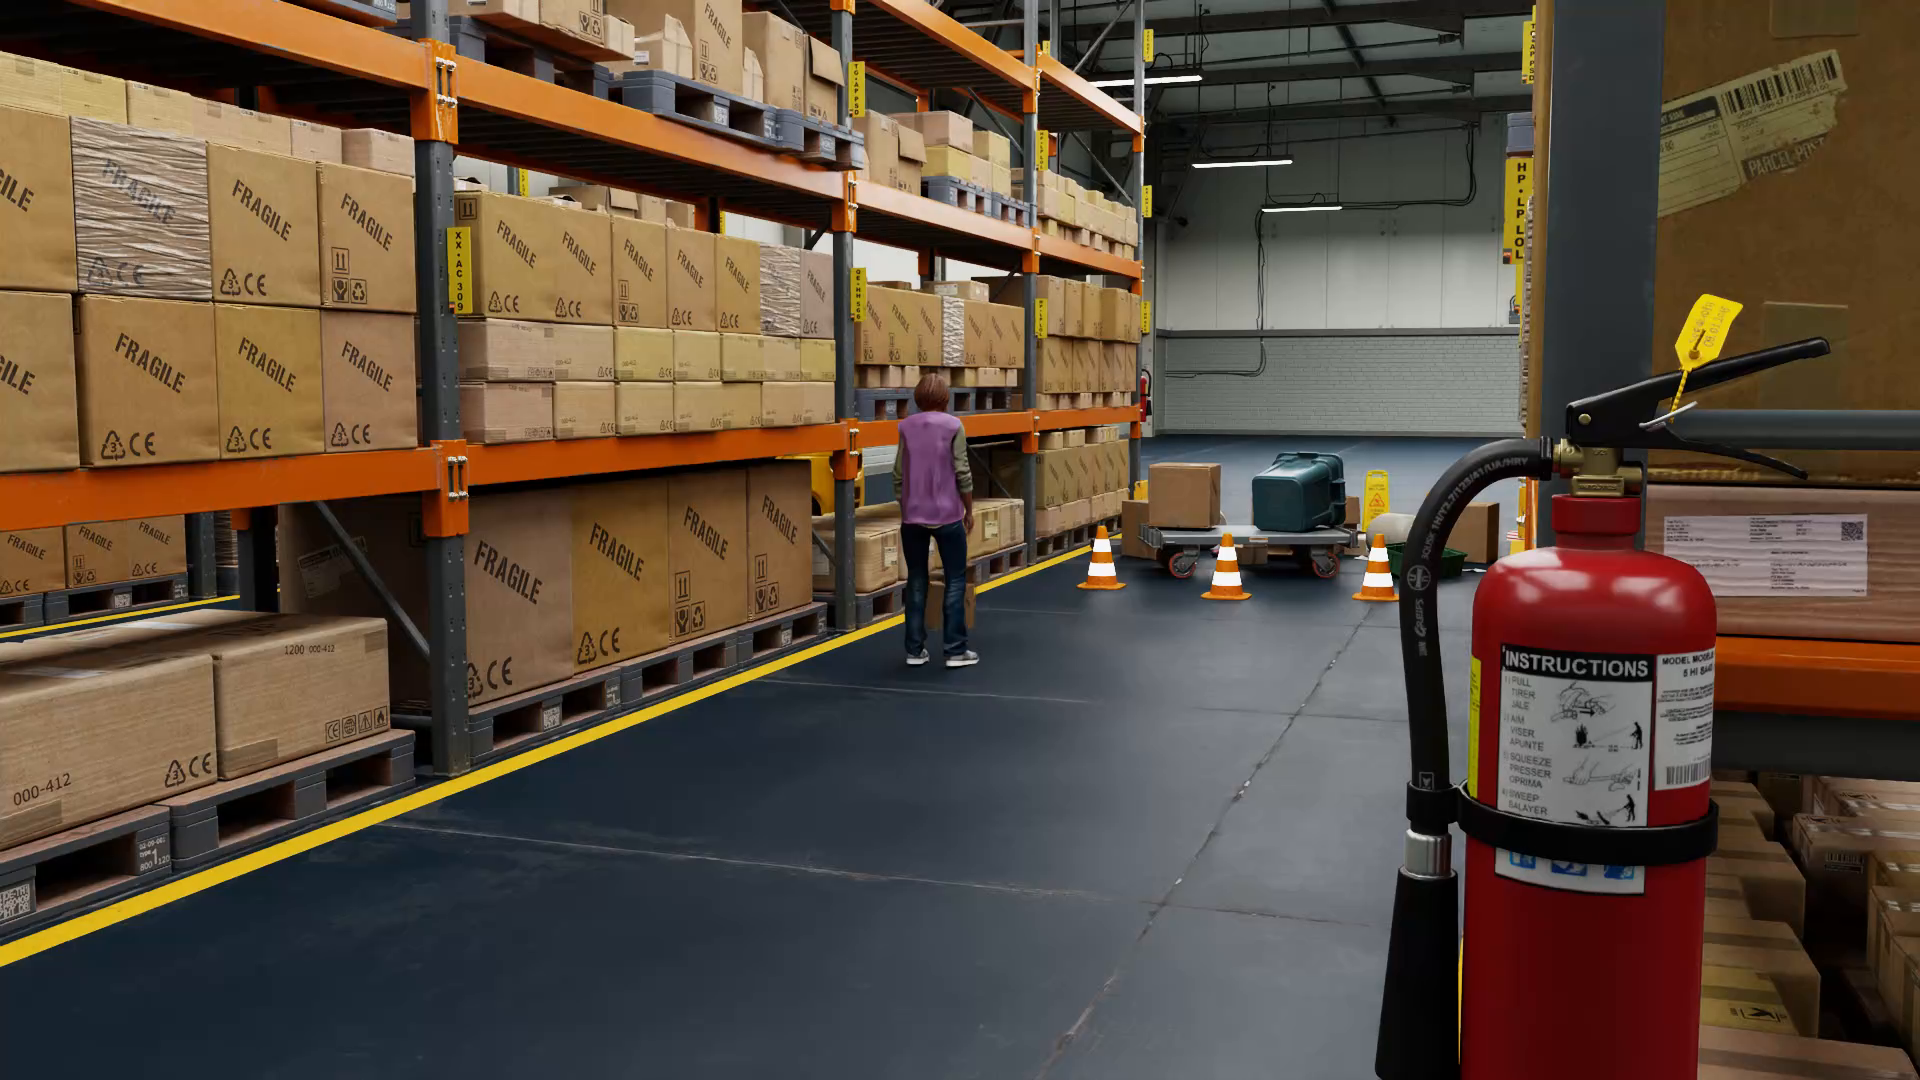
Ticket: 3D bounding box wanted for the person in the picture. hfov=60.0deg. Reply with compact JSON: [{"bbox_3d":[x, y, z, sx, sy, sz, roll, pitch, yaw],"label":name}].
[{"bbox_3d":[-0.145,-0.106,9.062,0.456,1.596,0.342,2,6,17],"label":"person"}]
